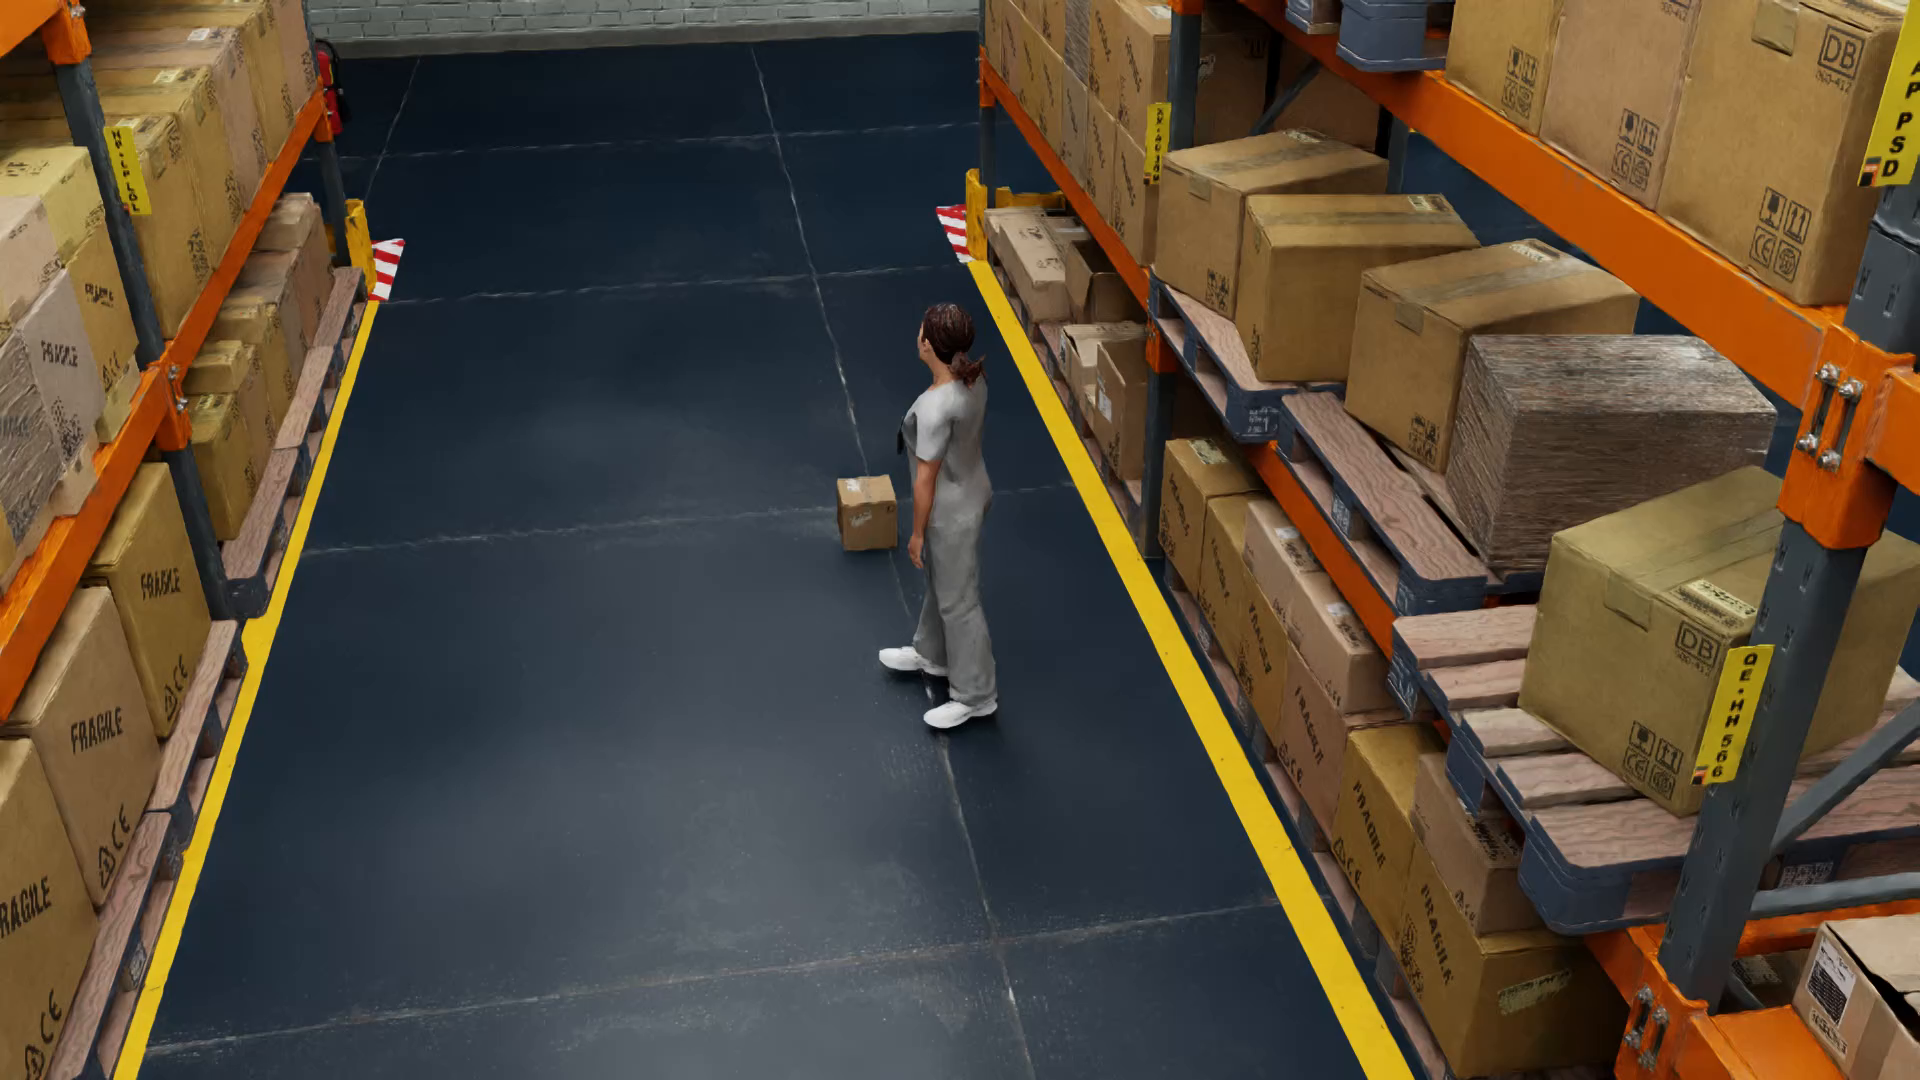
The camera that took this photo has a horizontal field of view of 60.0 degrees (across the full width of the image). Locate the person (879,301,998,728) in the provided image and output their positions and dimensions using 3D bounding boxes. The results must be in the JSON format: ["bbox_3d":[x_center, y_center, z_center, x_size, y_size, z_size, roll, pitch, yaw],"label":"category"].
[{"bbox_3d":[-0.087,-0.120,6.289,0.561,1.669,0.547,9,32,15],"label":"person"}]
